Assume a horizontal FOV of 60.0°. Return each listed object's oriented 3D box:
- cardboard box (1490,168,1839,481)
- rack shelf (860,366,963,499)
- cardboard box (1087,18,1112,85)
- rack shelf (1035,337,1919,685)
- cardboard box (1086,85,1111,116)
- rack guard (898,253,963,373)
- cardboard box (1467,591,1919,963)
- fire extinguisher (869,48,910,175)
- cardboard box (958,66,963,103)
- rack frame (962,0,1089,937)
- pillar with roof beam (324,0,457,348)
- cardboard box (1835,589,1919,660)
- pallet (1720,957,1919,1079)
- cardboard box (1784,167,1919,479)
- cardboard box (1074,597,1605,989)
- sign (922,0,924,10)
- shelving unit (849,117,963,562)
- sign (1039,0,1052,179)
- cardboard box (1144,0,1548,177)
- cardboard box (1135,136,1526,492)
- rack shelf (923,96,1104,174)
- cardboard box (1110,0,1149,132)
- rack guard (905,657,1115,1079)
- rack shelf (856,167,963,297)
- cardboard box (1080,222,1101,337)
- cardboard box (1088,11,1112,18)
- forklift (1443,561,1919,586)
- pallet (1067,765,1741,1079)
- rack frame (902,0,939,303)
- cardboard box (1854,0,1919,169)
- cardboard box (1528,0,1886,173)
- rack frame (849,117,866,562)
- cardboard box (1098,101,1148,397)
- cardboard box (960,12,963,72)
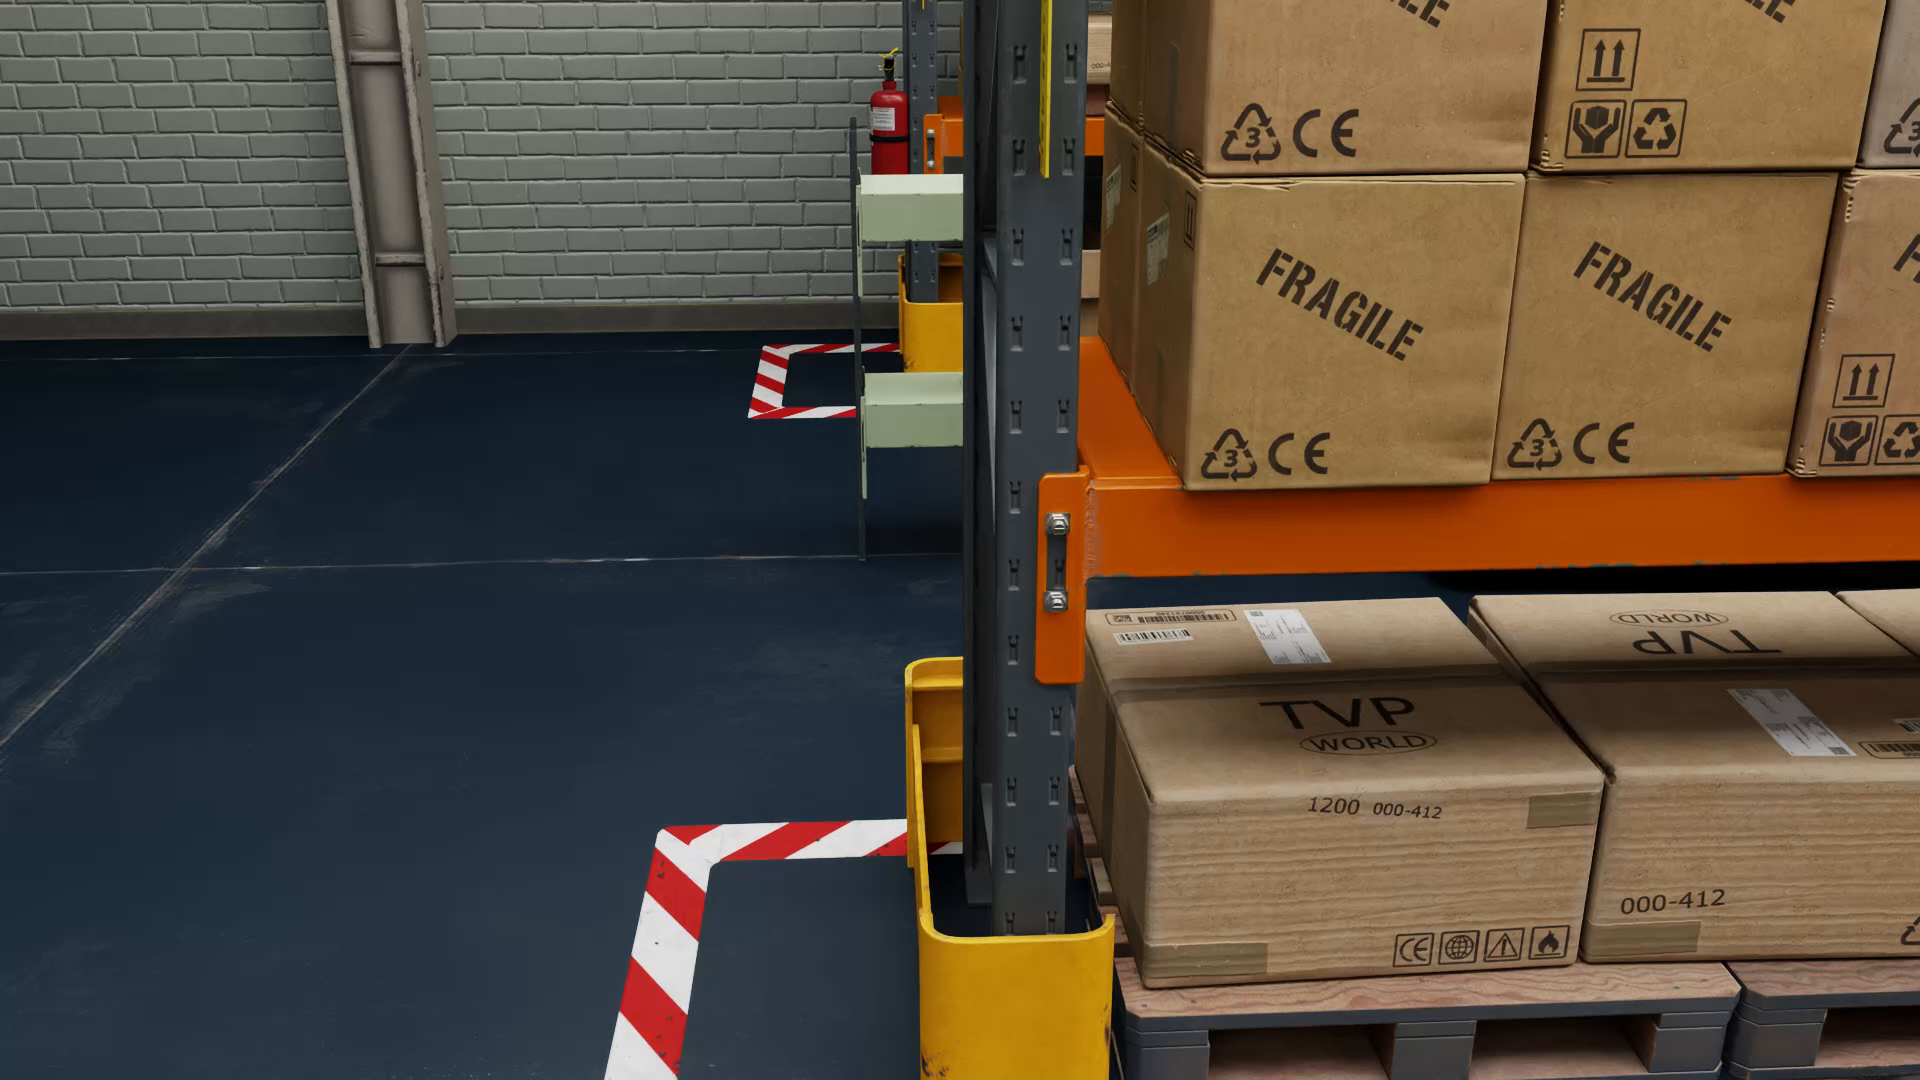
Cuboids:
[{"bbox_3d":[1.096,-0.422,2.874,0.500,0.500,0.500,-1,21,-4],"label":"cardboard box"},{"bbox_3d":[0.007,-0.396,5.970,0.720,0.370,0.431,-1,21,-3],"label":"rack shelf"},{"bbox_3d":[0.782,-2.203,7.486,0.500,0.250,0.500,-1,21,-2],"label":"cardboard box"},{"bbox_3d":[2.094,-0.152,3.315,4.000,0.370,1.077,-1,21,-3],"label":"rack shelf"},{"bbox_3d":[0.666,-2.042,7.621,0.250,0.149,0.380,-1,21,-4],"label":"cardboard box"},{"bbox_3d":[-0.114,-1.044,8.161,0.348,0.500,1.175,-1,21,-3],"label":"rack guard"},{"bbox_3d":[1.664,0.483,3.647,0.875,0.438,0.875,-1,21,-2],"label":"cardboard box"},{"bbox_3d":[-0.310,-1.833,7.353,0.183,0.674,0.296,-1,21,-3],"label":"fire extinguisher"},{"bbox_3d":[0.126,-2.195,8.025,0.250,0.149,0.380,-1,21,-4],"label":"cardboard box"},{"bbox_3d":[0.097,-0.448,3.081,0.127,3.000,1.000,-1,21,-3],"label":"rack frame"},{"bbox_3d":[-2.687,-3.751,3.325,0.400,9.000,9.100,-1,21,-3],"label":"pillar with roof beam"},{"bbox_3d":[2.564,0.465,3.694,0.875,0.438,0.875,-2,21,-5],"label":"cardboard box"},{"bbox_3d":[2.106,0.788,3.755,1.213,0.211,1.003,-1,21,-3],"label":"pallet"},{"bbox_3d":[1.605,-0.426,2.884,0.500,0.500,0.500,-1,21,-3],"label":"cardboard box"},{"bbox_3d":[0.751,0.505,3.590,0.875,0.438,0.875,-2,21,-5],"label":"cardboard box"},{"bbox_3d":[-0.159,-2.423,7.052,0.005,0.325,0.100,-1,21,-3],"label":"sign"},{"bbox_3d":[0.007,-0.701,5.854,0.755,1.500,0.431,-1,21,-3],"label":"shelving unit"},{"bbox_3d":[0.123,-0.692,2.394,0.005,0.325,0.100,-1,21,-3],"label":"sign"},{"bbox_3d":[0.593,-0.870,2.645,0.500,0.500,0.500,-2,21,-4],"label":"cardboard box"},{"bbox_3d":[0.593,-0.402,2.821,0.500,0.500,0.500,-1,21,-3],"label":"cardboard box"},{"bbox_3d":[1.807,-1.915,7.947,4.000,0.370,1.077,-1,21,-3],"label":"rack shelf"},{"bbox_3d":[0.565,-1.056,3.133,0.500,0.500,0.500,0,21,-1],"label":"cardboard box"},{"bbox_3d":[0.073,0.721,3.524,0.348,0.500,1.175,-1,21,-3],"label":"rack guard"},{"bbox_3d":[0.007,-1.066,5.716,0.720,0.370,0.431,-1,21,-3],"label":"rack shelf"},{"bbox_3d":[0.426,-1.219,8.025,0.637,0.503,0.797,-2,21,-5],"label":"cardboard box"},{"bbox_3d":[0.769,-2.393,7.984,0.500,0.250,0.500,-1,21,-3],"label":"cardboard box"},{"bbox_3d":[3.068,-1.400,5.679,3.031,2.935,1.130,-1,21,-2],"label":"forklift"},{"bbox_3d":[0.891,0.812,3.693,1.213,0.211,1.003,-1,21,-3],"label":"pallet"},{"bbox_3d":[-0.190,-2.211,7.712,0.127,3.000,1.000,-1,21,-3],"label":"rack frame"},{"bbox_3d":[1.622,-0.896,2.714,0.500,0.500,0.500,-1,21,-3],"label":"cardboard box"},{"bbox_3d":[1.108,-0.883,2.679,0.500,0.500,0.500,-2,21,-5],"label":"cardboard box"},{"bbox_3d":[-0.359,-0.694,5.835,0.023,1.500,0.400,-1,21,-3],"label":"rack frame"},{"bbox_3d":[0.564,-0.598,3.336,0.500,0.500,0.500,-1,21,-3],"label":"cardboard box"},{"bbox_3d":[0.254,-2.383,7.958,0.500,0.250,0.500,-1,21,-1],"label":"cardboard box"}]
